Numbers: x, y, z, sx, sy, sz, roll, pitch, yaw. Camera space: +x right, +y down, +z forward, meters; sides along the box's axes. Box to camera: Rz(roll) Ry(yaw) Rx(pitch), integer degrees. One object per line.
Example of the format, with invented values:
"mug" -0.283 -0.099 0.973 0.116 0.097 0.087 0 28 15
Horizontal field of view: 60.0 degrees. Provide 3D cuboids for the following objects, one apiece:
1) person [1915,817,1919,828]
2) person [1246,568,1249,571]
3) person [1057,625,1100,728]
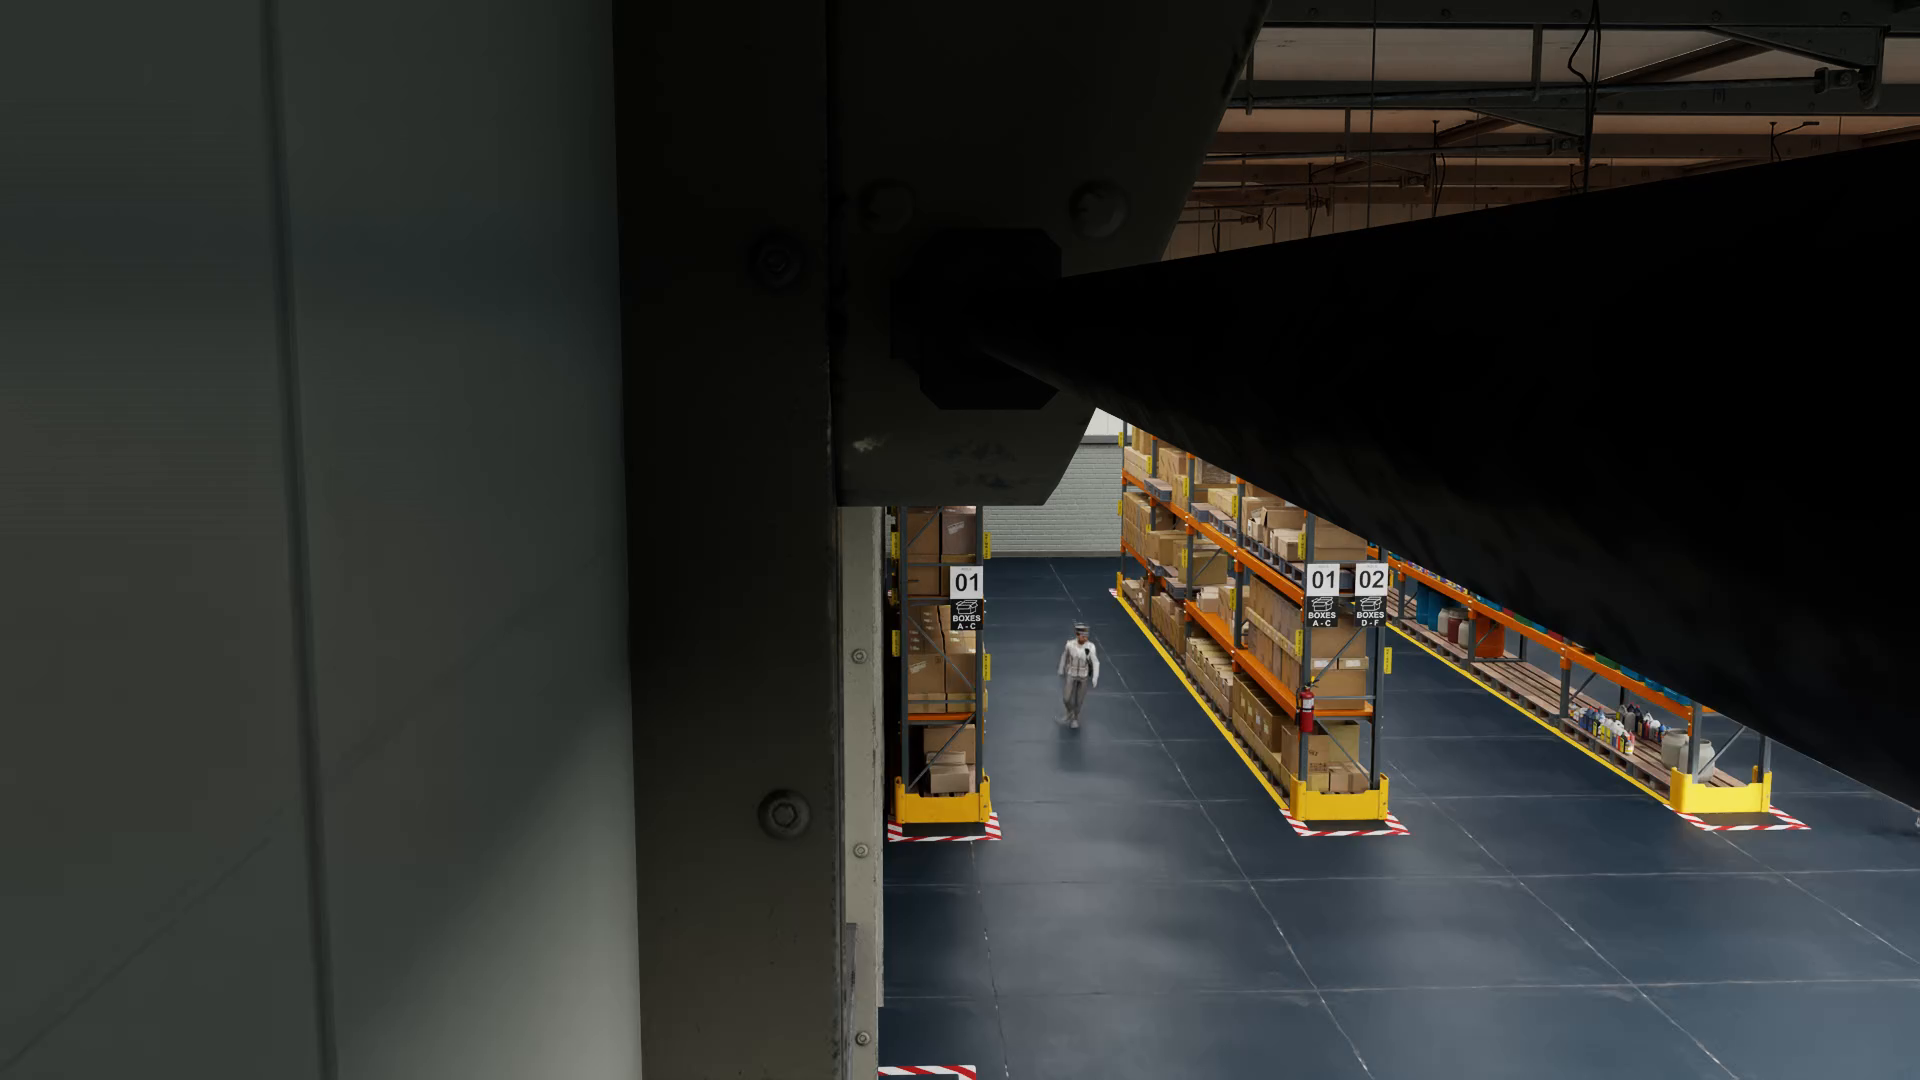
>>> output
"person" 11.950 2.743 19.832 0.845 1.653 0.757 7 11 42
"person" 7.009 -0.090 39.914 0.873 1.709 0.598 -6 10 -36
"person" 1.771 2.047 24.866 0.620 1.616 0.604 0 8 1
